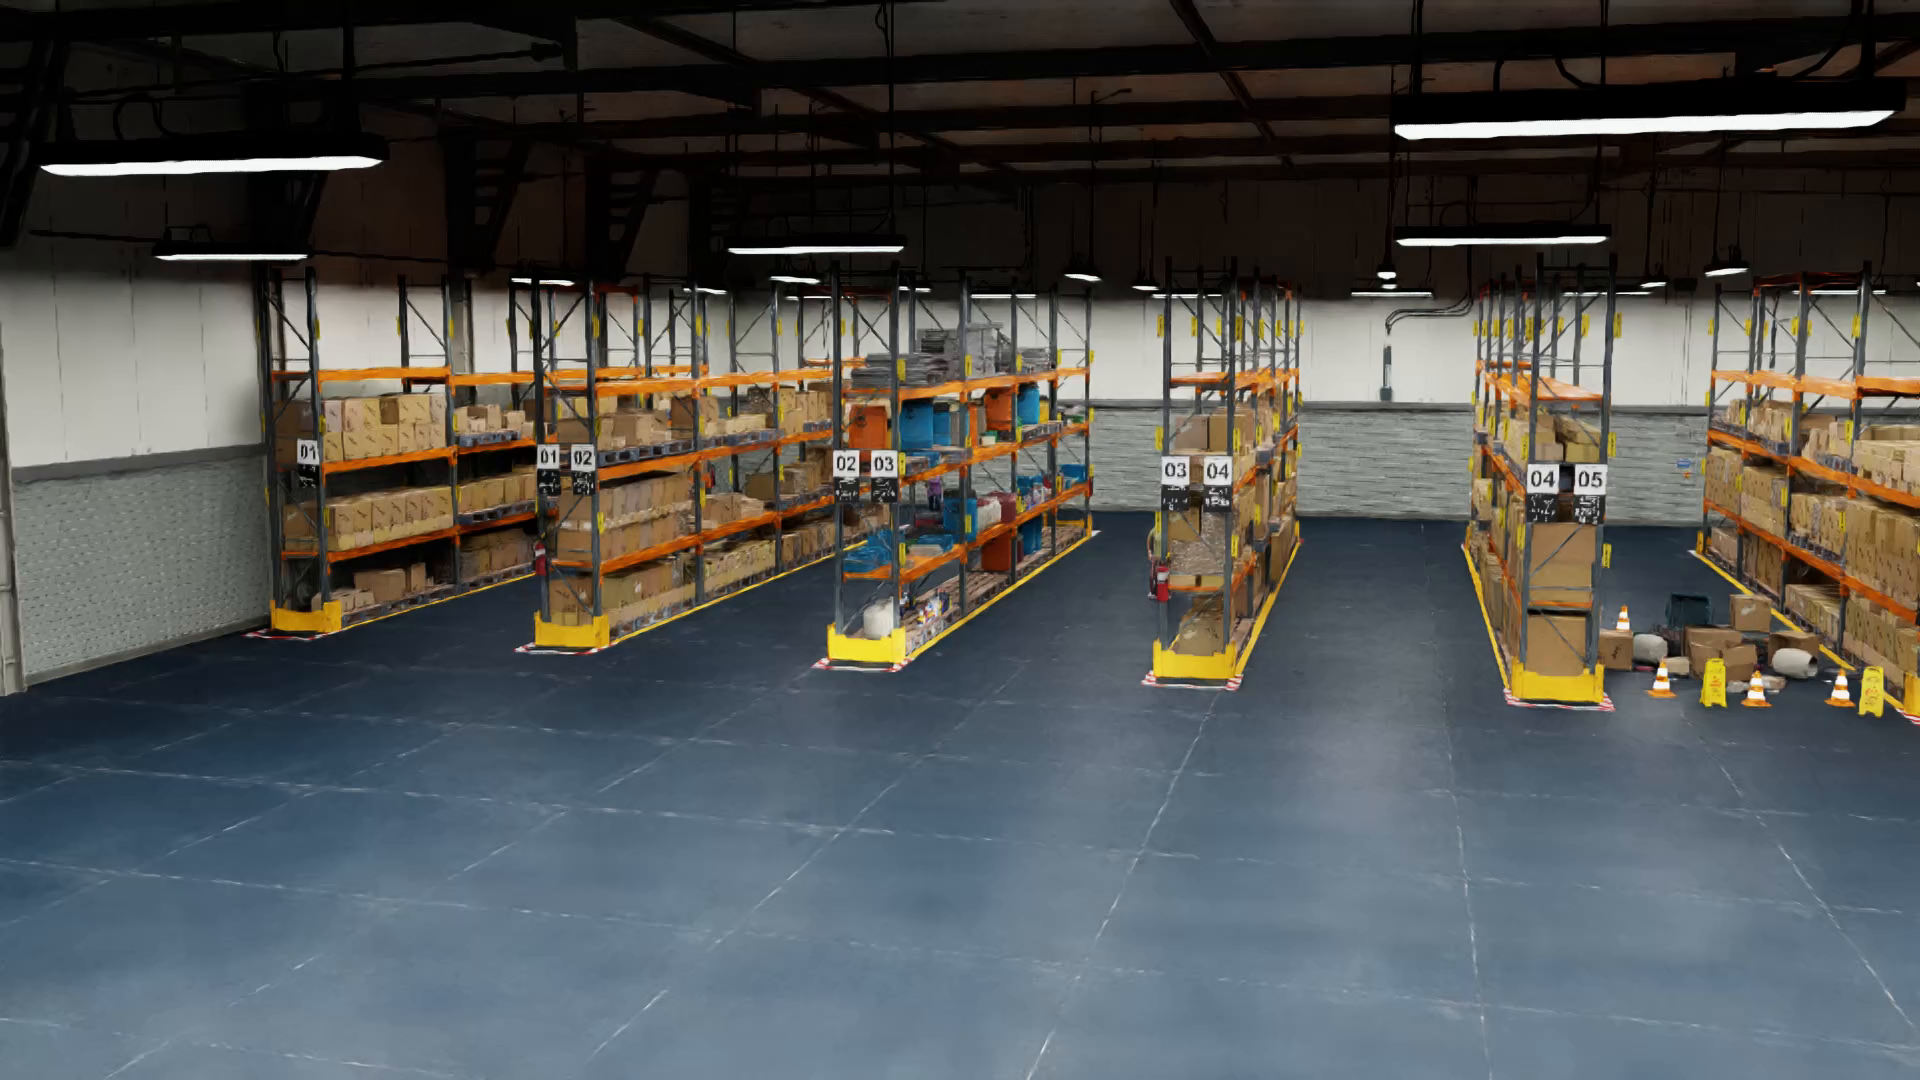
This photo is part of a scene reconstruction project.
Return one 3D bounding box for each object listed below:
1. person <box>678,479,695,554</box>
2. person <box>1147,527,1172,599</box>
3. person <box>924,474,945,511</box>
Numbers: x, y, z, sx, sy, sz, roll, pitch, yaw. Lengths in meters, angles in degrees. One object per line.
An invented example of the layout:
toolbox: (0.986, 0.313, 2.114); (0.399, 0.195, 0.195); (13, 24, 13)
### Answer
person: (-5.928, -0.482, 36.516); (0.724, 1.731, 0.538); (2, 7, 13)
person: (3.744, 0.311, 30.831); (0.585, 1.600, 0.506); (2, 7, 14)
person: (-0.631, -1.194, 42.847); (0.544, 1.548, 0.612); (1, 7, 6)
